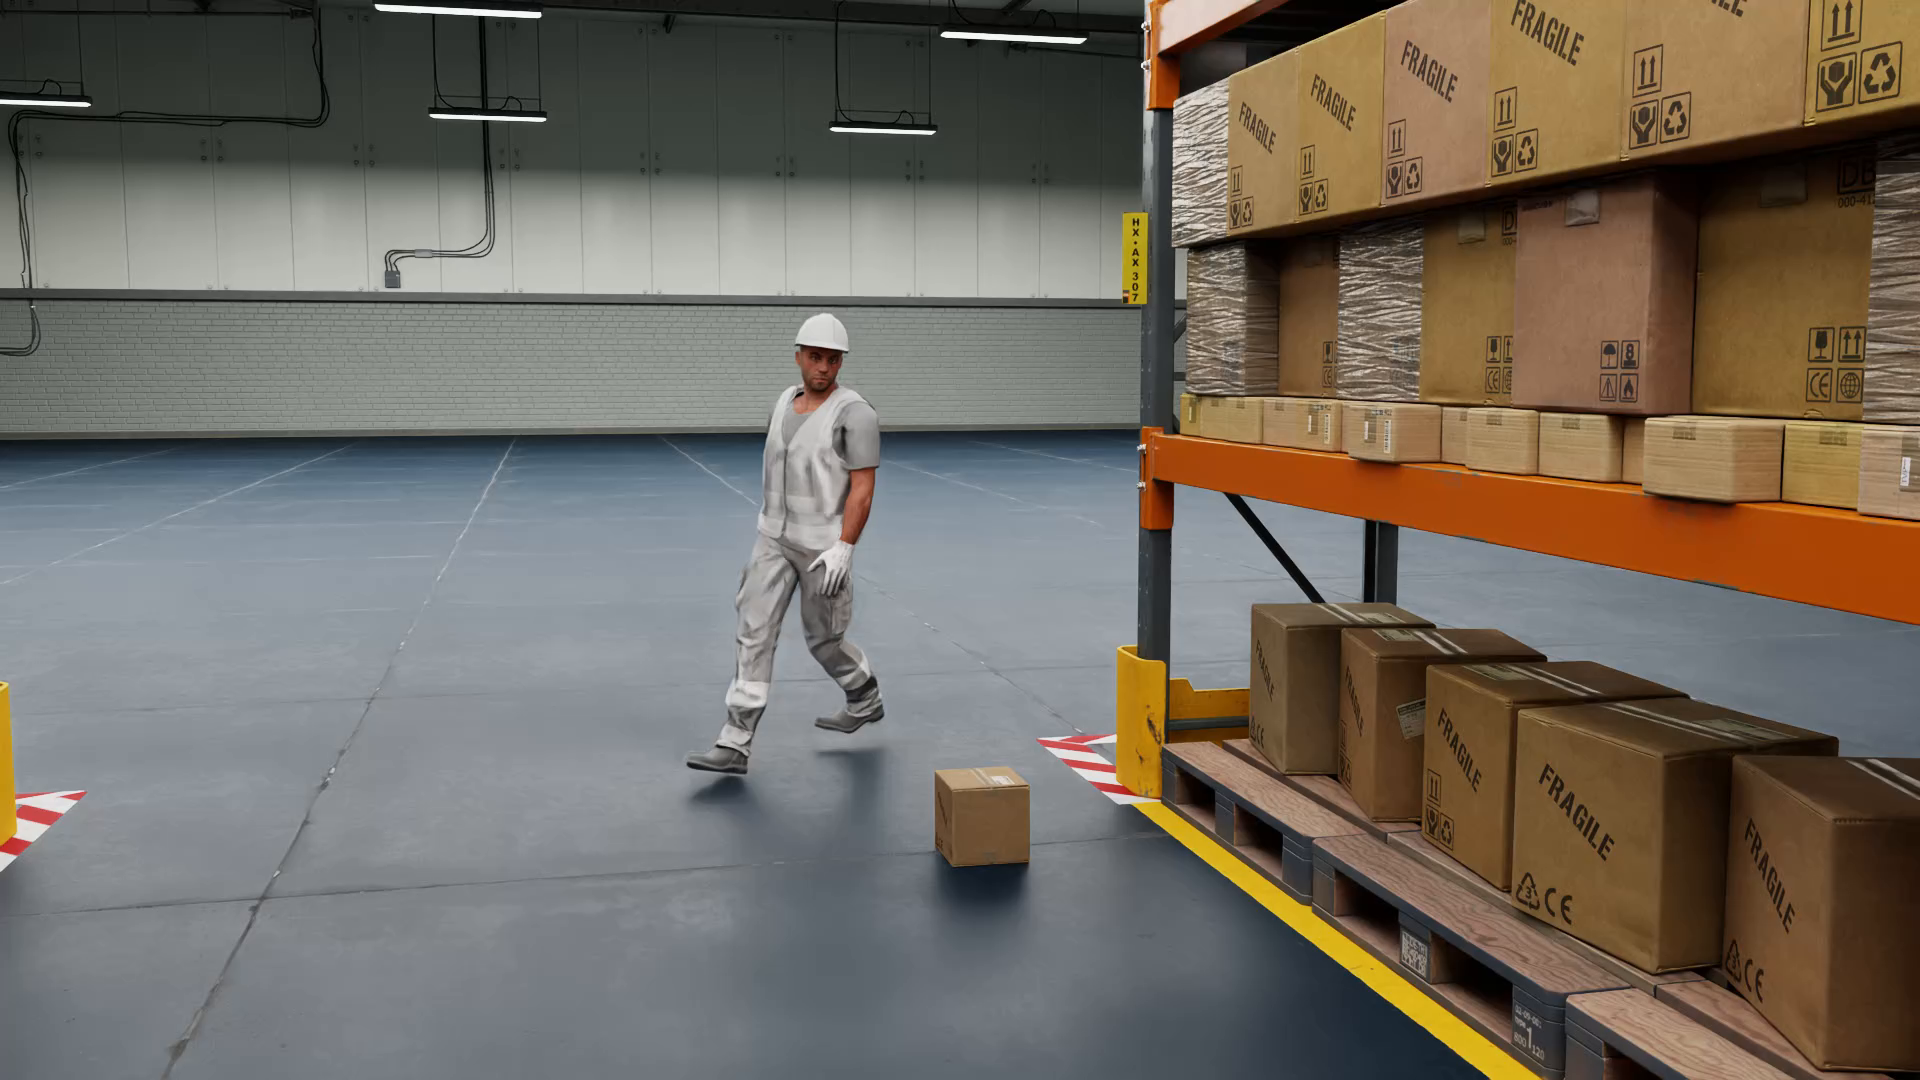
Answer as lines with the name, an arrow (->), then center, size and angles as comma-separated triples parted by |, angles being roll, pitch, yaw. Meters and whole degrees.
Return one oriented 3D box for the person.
person -> -0.591, 0.011, 6.346 | 0.628, 1.734, 1.024 | 3, 7, 30
